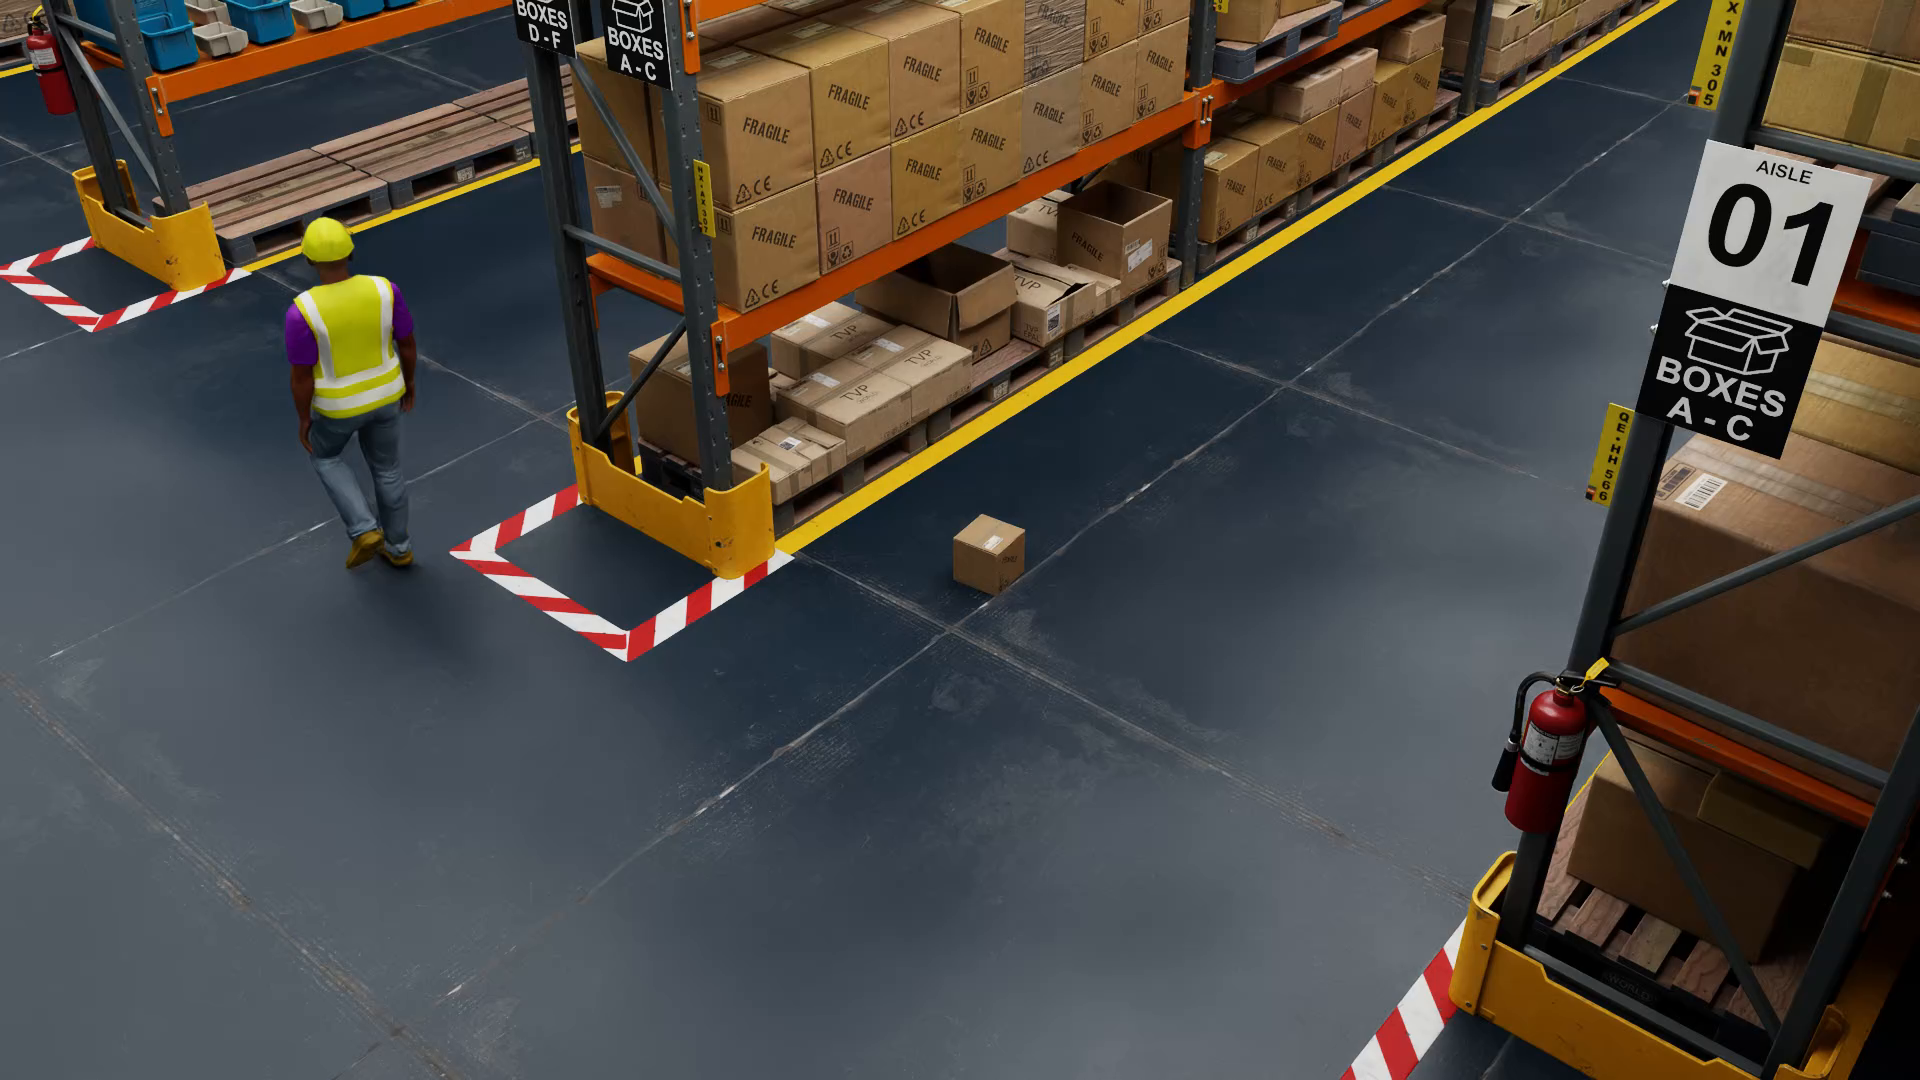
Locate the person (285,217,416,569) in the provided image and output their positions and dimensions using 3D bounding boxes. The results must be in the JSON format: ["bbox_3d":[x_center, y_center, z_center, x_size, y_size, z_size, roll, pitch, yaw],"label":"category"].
[{"bbox_3d":[-2.807,-0.674,7.705,0.613,1.766,0.450,-24,41,-30],"label":"person"}]
